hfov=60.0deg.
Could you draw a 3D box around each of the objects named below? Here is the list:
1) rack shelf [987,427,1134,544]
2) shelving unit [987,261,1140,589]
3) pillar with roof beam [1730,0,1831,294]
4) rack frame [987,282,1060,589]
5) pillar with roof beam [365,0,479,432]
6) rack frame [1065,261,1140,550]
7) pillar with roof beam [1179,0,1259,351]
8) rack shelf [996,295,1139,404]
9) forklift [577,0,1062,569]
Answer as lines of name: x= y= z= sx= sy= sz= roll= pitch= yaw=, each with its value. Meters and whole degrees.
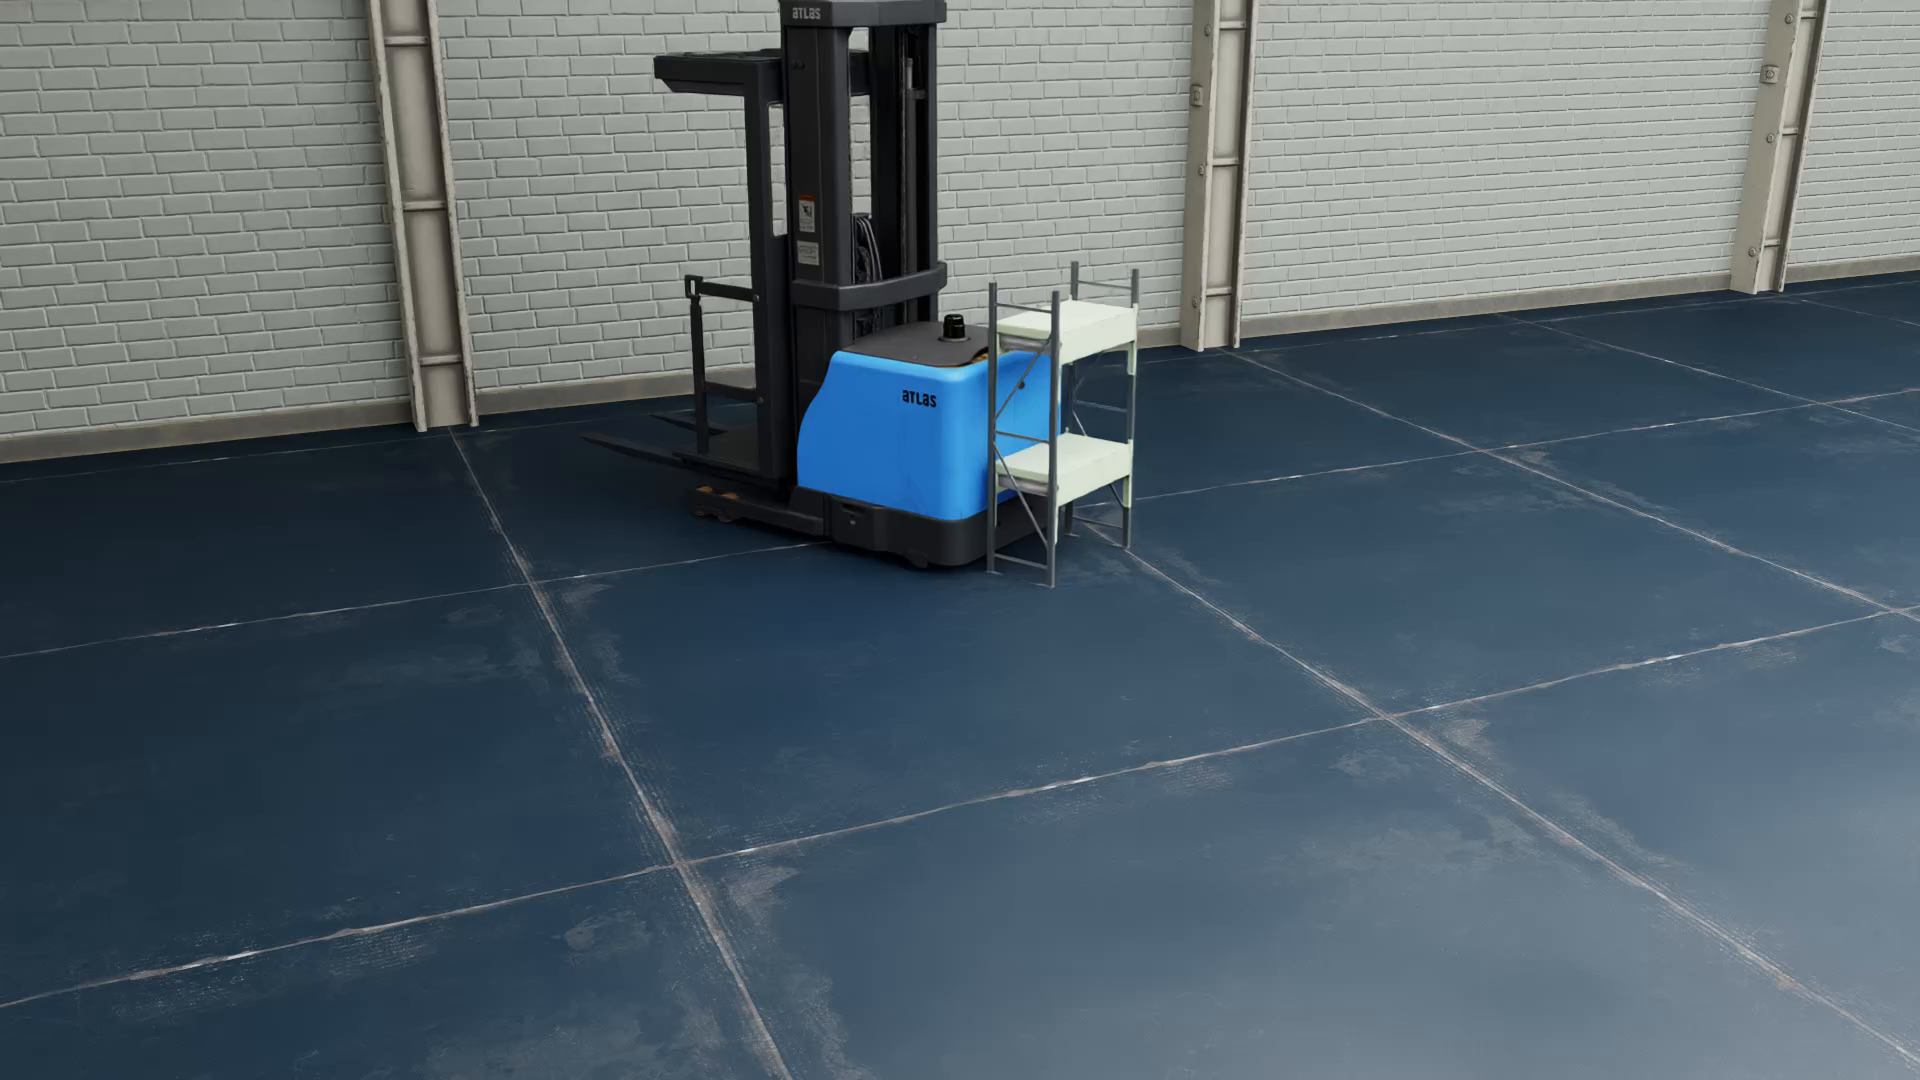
rack shelf: x=0.524 y=-0.292 z=8.576 sx=0.431 sy=0.370 sz=0.720 roll=14 pitch=24 yaw=34
shelving unit: x=0.524 y=-0.600 z=8.467 sx=0.431 sy=1.500 sz=0.755 roll=14 pitch=24 yaw=34
pillar with roof beam: x=9.238 y=-5.302 z=10.532 sx=0.400 sy=9.000 sz=9.100 roll=-8 pitch=21 yaw=-22
rack frame: x=0.306 y=-0.502 z=8.189 sx=0.400 sy=1.500 sz=0.023 roll=14 pitch=24 yaw=34
pillar with roof beam: x=-1.781 y=-3.724 z=6.048 sx=0.400 sy=9.000 sz=9.100 roll=-8 pitch=21 yaw=-22
rack frame: x=0.741 y=-0.698 z=8.745 sx=0.400 sy=1.500 sz=0.023 roll=14 pitch=24 yaw=34
pillar with roof beam: x=3.728 y=-4.513 z=8.290 sx=0.400 sy=9.000 sz=9.100 roll=-8 pitch=21 yaw=-22
rack shelf: x=0.524 y=-0.968 z=8.338 sx=0.431 sy=0.370 sz=0.720 roll=14 pitch=24 yaw=34
forklift: x=-0.929 y=-1.606 z=9.170 sx=3.031 sy=2.935 sz=1.130 roll=14 pitch=24 yaw=34
